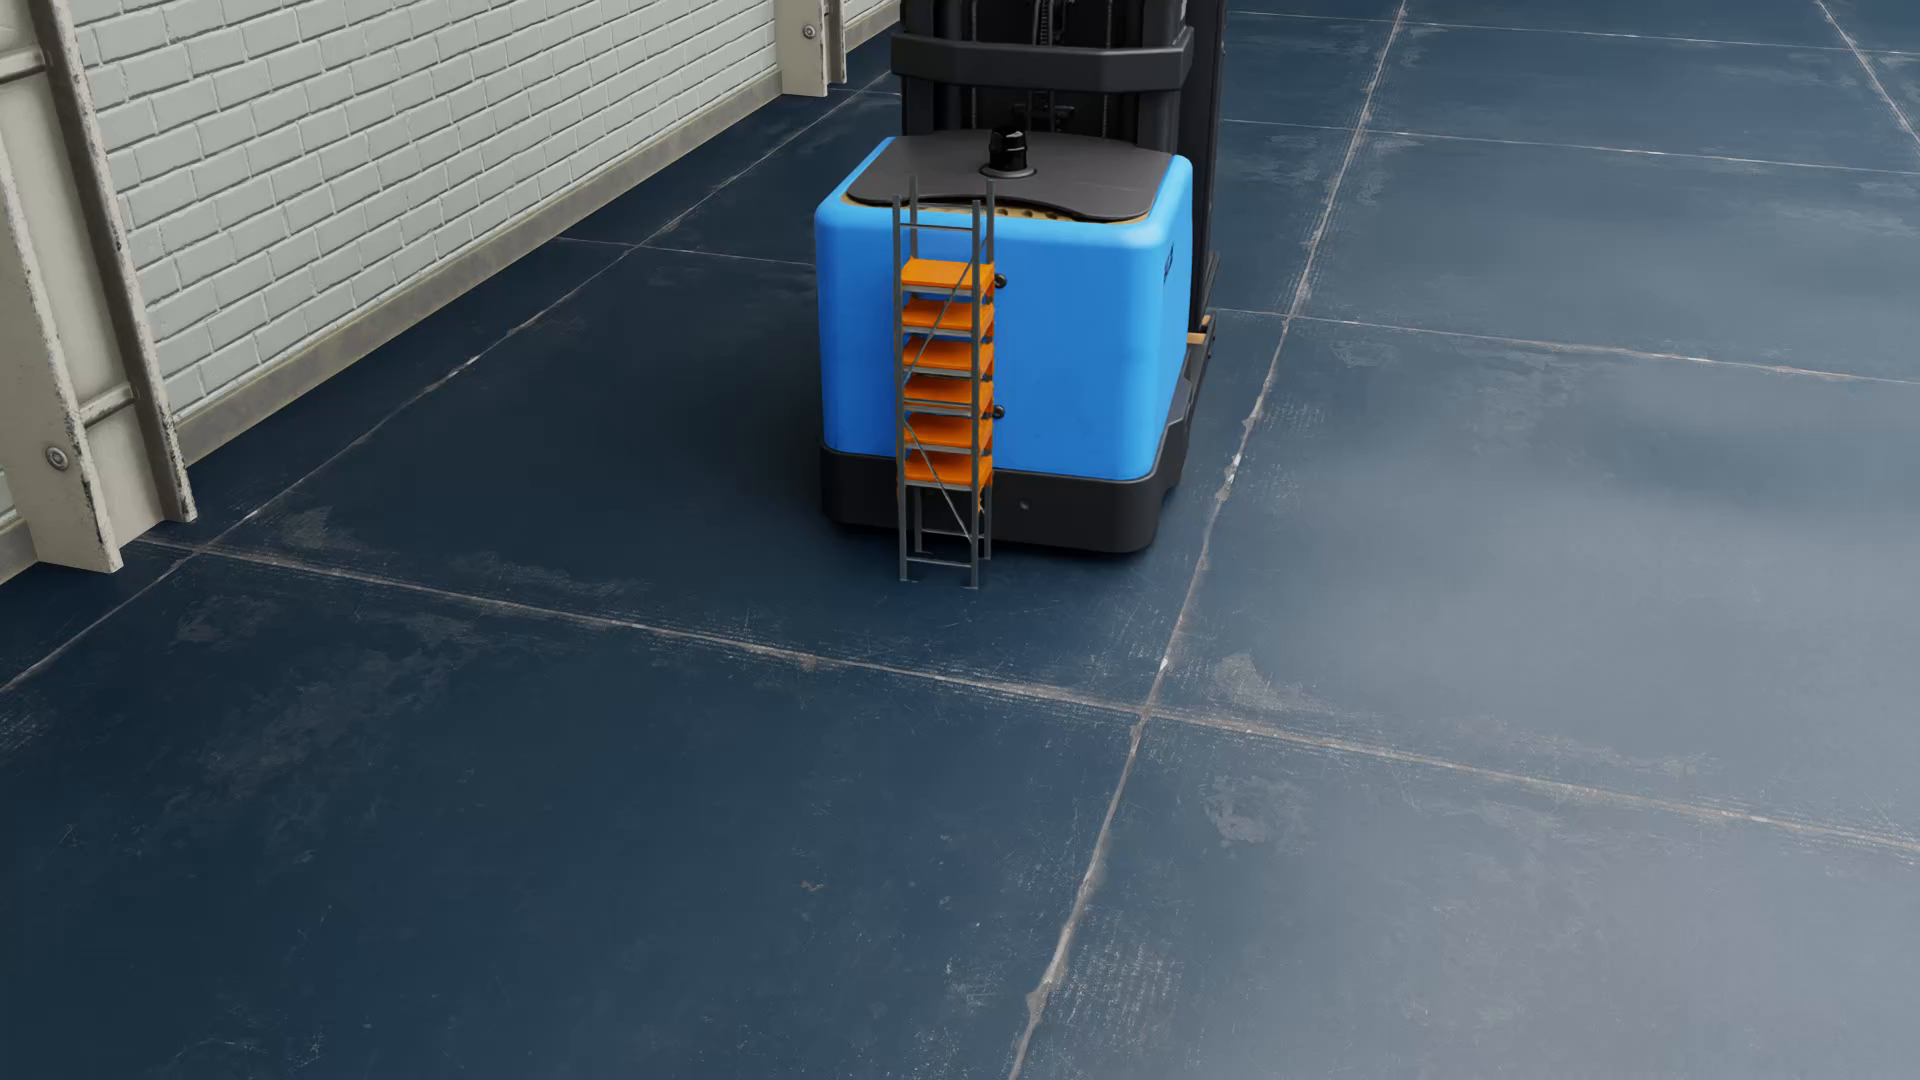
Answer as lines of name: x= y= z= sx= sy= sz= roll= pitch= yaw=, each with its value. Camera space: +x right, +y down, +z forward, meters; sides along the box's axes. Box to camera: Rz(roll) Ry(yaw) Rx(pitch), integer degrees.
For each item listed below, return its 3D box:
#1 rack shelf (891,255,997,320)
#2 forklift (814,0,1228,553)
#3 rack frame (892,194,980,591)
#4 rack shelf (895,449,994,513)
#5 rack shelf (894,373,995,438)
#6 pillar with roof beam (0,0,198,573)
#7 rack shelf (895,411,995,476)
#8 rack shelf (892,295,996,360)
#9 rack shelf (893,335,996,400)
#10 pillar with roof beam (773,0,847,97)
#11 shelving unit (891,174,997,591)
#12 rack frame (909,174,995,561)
rack shelf: x=-0.043 y=-0.705 z=4.635 sx=0.258 sy=0.103 sz=0.180 roll=6 pitch=30 yaw=11
forklift: x=0.393 y=-1.942 z=5.725 sx=1.130 sy=2.935 sz=3.031 roll=6 pitch=30 yaw=11
rack frame: x=-0.063 y=-0.386 z=4.710 sx=0.240 sy=1.200 sz=0.006 roll=6 pitch=30 yaw=11
rack shelf: x=-0.043 y=-0.181 z=4.926 sx=0.258 sy=0.103 sz=0.180 roll=6 pitch=30 yaw=11
rack shelf: x=-0.043 y=-0.391 z=4.810 sx=0.258 sy=0.103 sz=0.180 roll=6 pitch=30 yaw=11
pillar with roof beam: x=1.441 y=-3.330 z=1.979 sx=9.100 sy=9.000 sz=0.400 roll=8 pitch=30 yaw=15
rack shelf: x=-0.043 y=-0.286 z=4.868 sx=0.258 sy=0.103 sz=0.180 roll=6 pitch=30 yaw=11
rack shelf: x=-0.043 y=-0.600 z=4.693 sx=0.258 sy=0.103 sz=0.180 roll=6 pitch=30 yaw=11
rack shelf: x=-0.043 y=-0.496 z=4.751 sx=0.258 sy=0.103 sz=0.180 roll=6 pitch=30 yaw=11
pillar with roof beam: x=3.203 y=-6.118 z=6.991 sx=9.100 sy=9.000 sz=0.400 roll=8 pitch=30 yaw=15
shelving unit: x=-0.043 y=-0.430 z=4.788 sx=0.258 sy=1.200 sz=0.189 roll=6 pitch=30 yaw=11
rack frame: x=-0.022 y=-0.473 z=4.866 sx=0.240 sy=1.200 sz=0.006 roll=6 pitch=30 yaw=11
